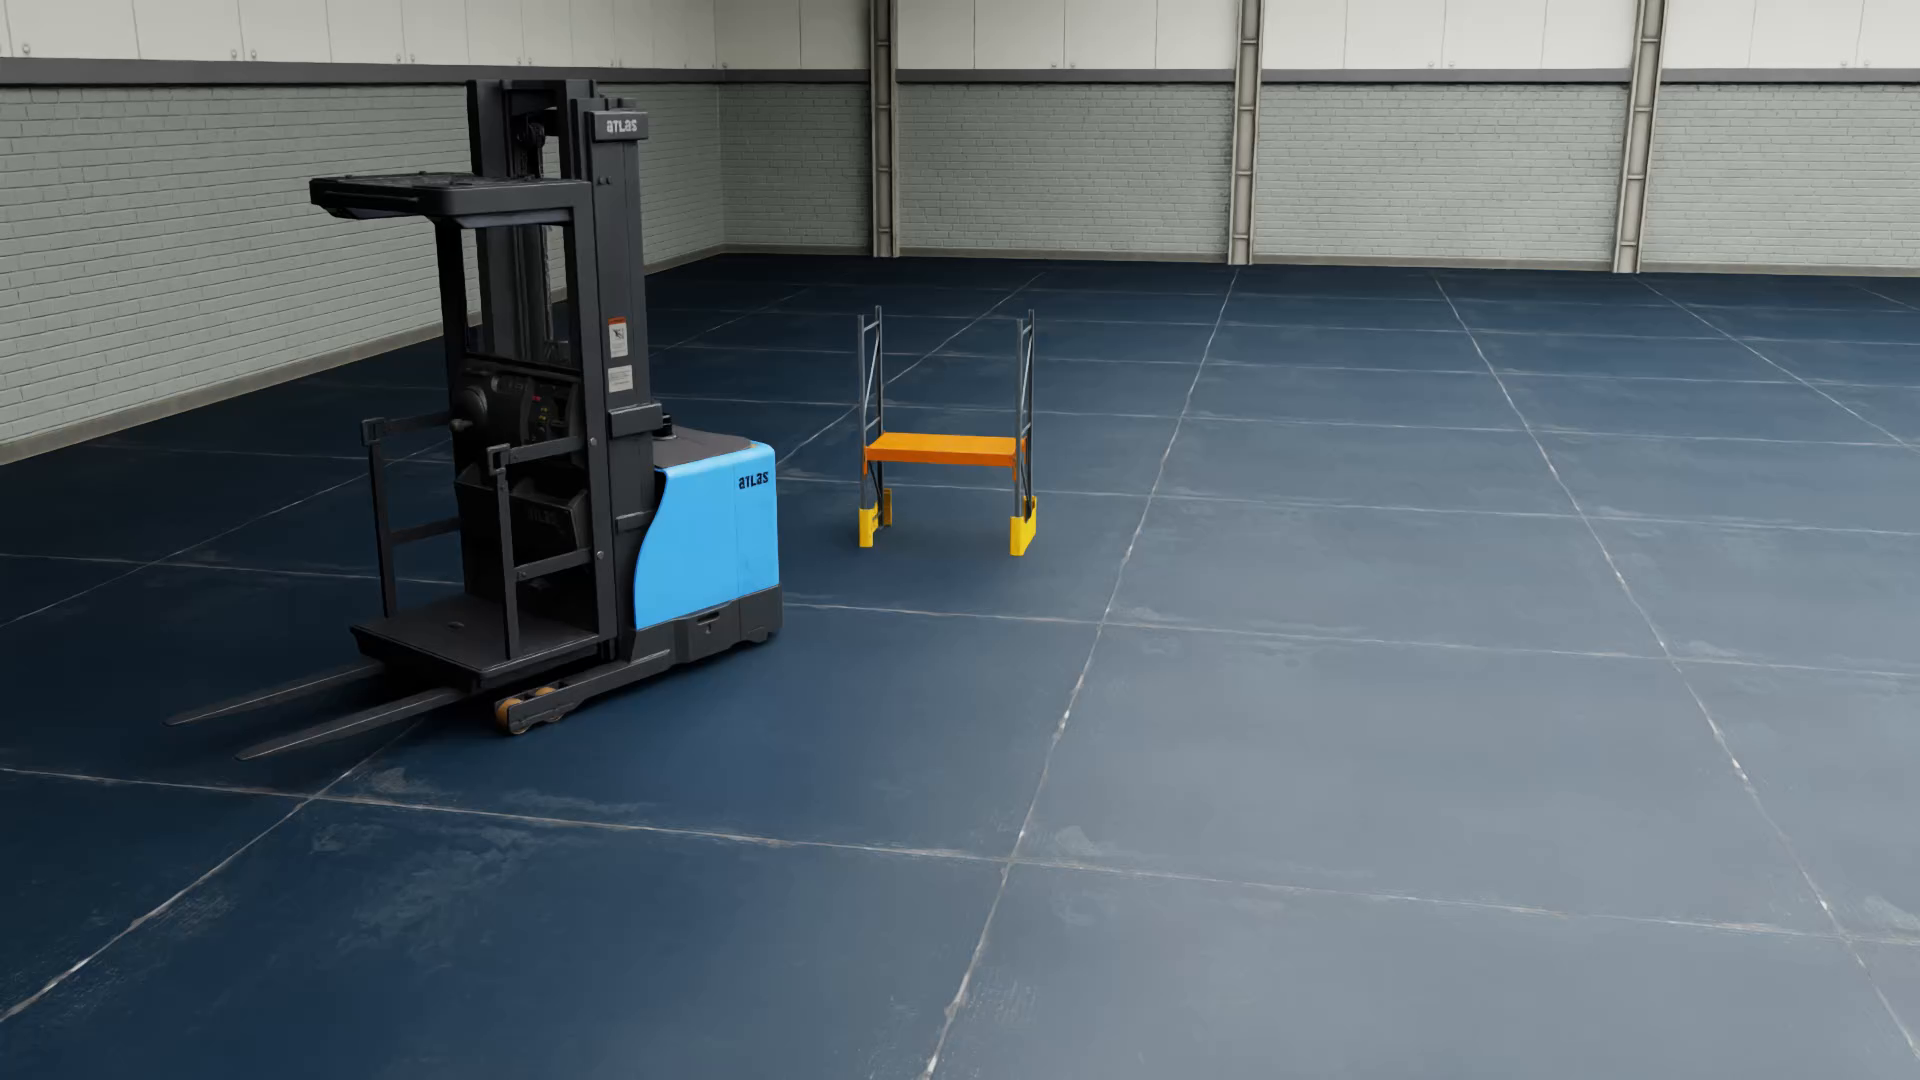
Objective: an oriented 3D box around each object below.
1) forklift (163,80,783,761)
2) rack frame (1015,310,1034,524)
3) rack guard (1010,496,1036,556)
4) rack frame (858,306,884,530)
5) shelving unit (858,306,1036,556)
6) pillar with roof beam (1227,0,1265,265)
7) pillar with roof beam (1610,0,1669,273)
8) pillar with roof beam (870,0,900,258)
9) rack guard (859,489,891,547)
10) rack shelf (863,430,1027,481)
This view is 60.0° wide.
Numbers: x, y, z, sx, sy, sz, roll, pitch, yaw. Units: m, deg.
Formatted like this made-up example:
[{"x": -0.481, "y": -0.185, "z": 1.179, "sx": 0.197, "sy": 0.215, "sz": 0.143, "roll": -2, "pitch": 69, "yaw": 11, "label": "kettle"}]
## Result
[{"x": -2.280, "y": -0.658, "z": 7.878, "sx": 1.130, "sy": 2.935, "sz": 3.031, "roll": 12, "pitch": 20, "yaw": 37, "label": "forklift"}, {"x": 0.415, "y": -0.700, "z": 10.711, "sx": 0.032, "sy": 1.500, "sz": 0.500, "roll": 3, "pitch": 16, "yaw": 11, "label": "rack frame"}, {"x": 0.413, "y": -0.098, "z": 10.878, "sx": 0.087, "sy": 0.250, "sz": 0.587, "roll": 3, "pitch": 16, "yaw": 11, "label": "rack guard"}, {"x": -0.582, "y": -0.754, "z": 10.906, "sx": 0.032, "sy": 1.500, "sz": 0.500, "roll": 3, "pitch": 16, "yaw": 11, "label": "rack frame"}, {"x": -0.075, "y": -0.727, "z": 10.806, "sx": 1.083, "sy": 1.500, "sz": 0.587, "roll": 3, "pitch": 16, "yaw": 11, "label": "shelving unit"}, {"x": 3.761, "y": -7.762, "z": 22.156, "sx": 0.400, "sy": 9.000, "sz": 9.100, "roll": 3, "pitch": 16, "yaw": 11, "label": "pillar with roof beam"}, {"x": 9.641, "y": -7.443, "z": 21.004, "sx": 0.400, "sy": 9.000, "sz": 9.100, "roll": 3, "pitch": 16, "yaw": 11, "label": "pillar with roof beam"}, {"x": -2.118, "y": -8.081, "z": 23.308, "sx": 0.400, "sy": 9.000, "sz": 9.100, "roll": 3, "pitch": 16, "yaw": 11, "label": "pillar with roof beam"}, {"x": -0.563, "y": -0.151, "z": 11.069, "sx": 0.087, "sy": 0.250, "sz": 0.587, "roll": 3, "pitch": 16, "yaw": 11, "label": "rack guard"}, {"x": -0.084, "y": -0.554, "z": 10.856, "sx": 1.000, "sy": 0.185, "sz": 0.538, "roll": 3, "pitch": 16, "yaw": 11, "label": "rack shelf"}]
